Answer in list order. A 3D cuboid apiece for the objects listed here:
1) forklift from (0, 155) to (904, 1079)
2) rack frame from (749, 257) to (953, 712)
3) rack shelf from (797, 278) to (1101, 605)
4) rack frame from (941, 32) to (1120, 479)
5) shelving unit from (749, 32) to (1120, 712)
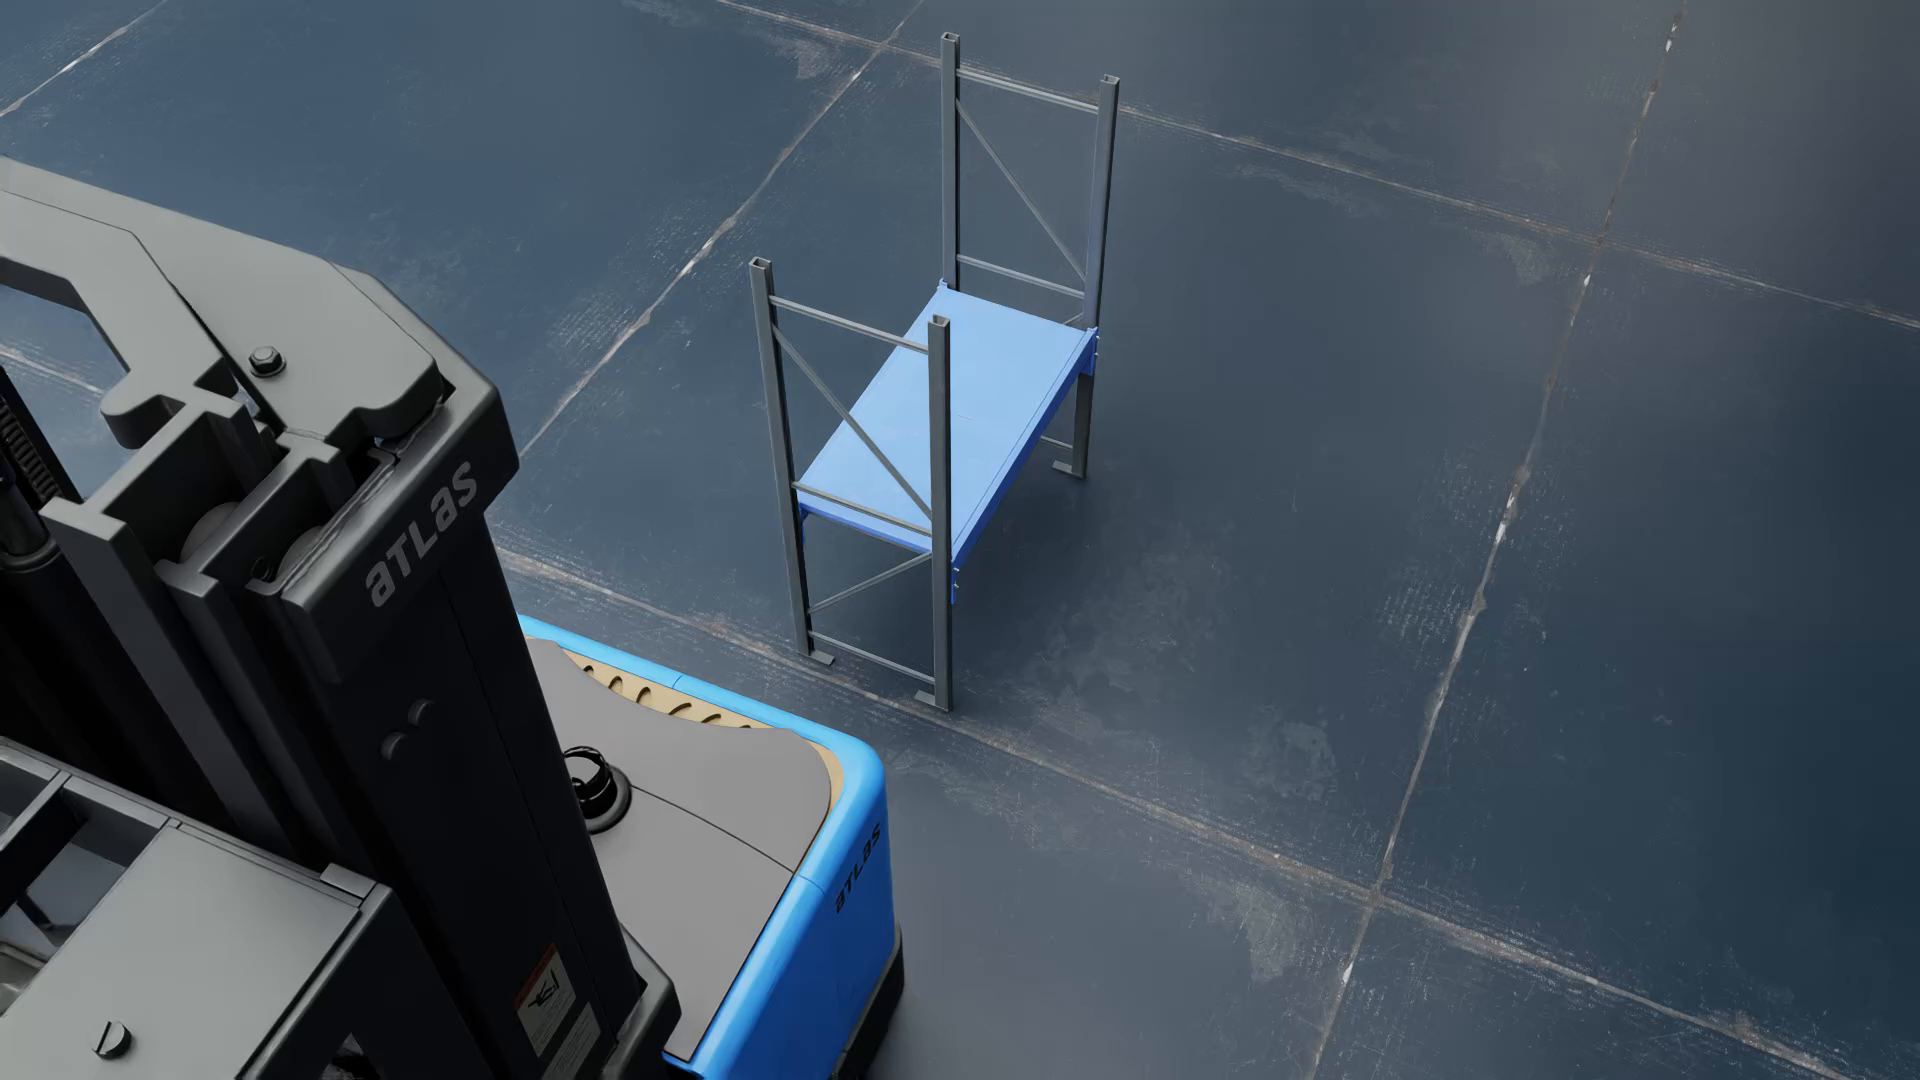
[{"bbox_3d":[-1.192,1.068,2.416,1.130,2.935,3.031,18,52,15],"label":"forklift"},{"bbox_3d":[-0.254,-0.077,4.331,0.500,1.500,0.032,20,52,16],"label":"rack frame"},{"bbox_3d":[-0.036,-0.311,4.766,0.538,0.185,1.000,20,52,16],"label":"rack shelf"},{"bbox_3d":[0.181,-0.777,4.927,0.500,1.500,0.032,20,52,16],"label":"rack frame"},{"bbox_3d":[-0.036,-0.427,4.629,0.538,1.500,1.048,20,52,16],"label":"shelving unit"}]
